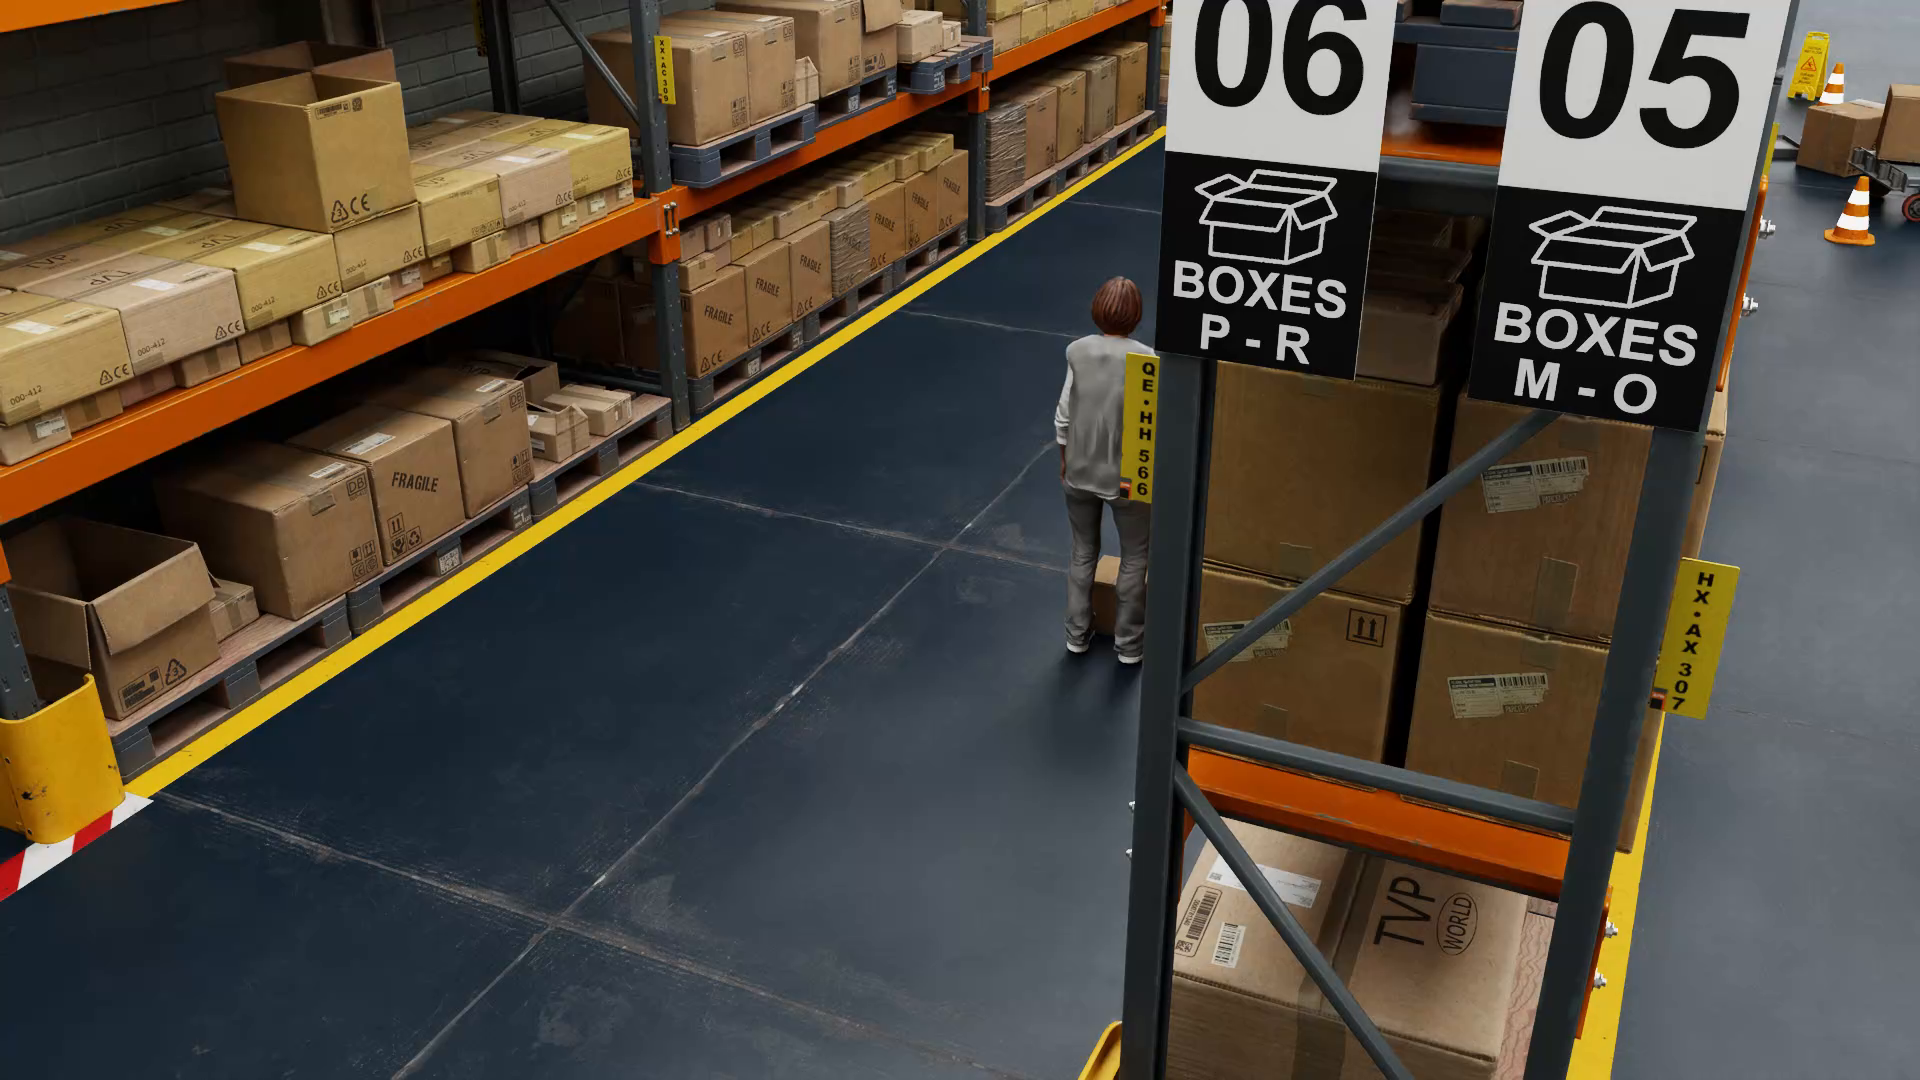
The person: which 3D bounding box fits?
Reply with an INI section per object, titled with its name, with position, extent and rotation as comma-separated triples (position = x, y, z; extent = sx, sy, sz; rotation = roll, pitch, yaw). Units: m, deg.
[person]
position = 0.596, -0.255, 6.638
extent = 0.460, 1.592, 0.343
rotation = 12, 29, 23
